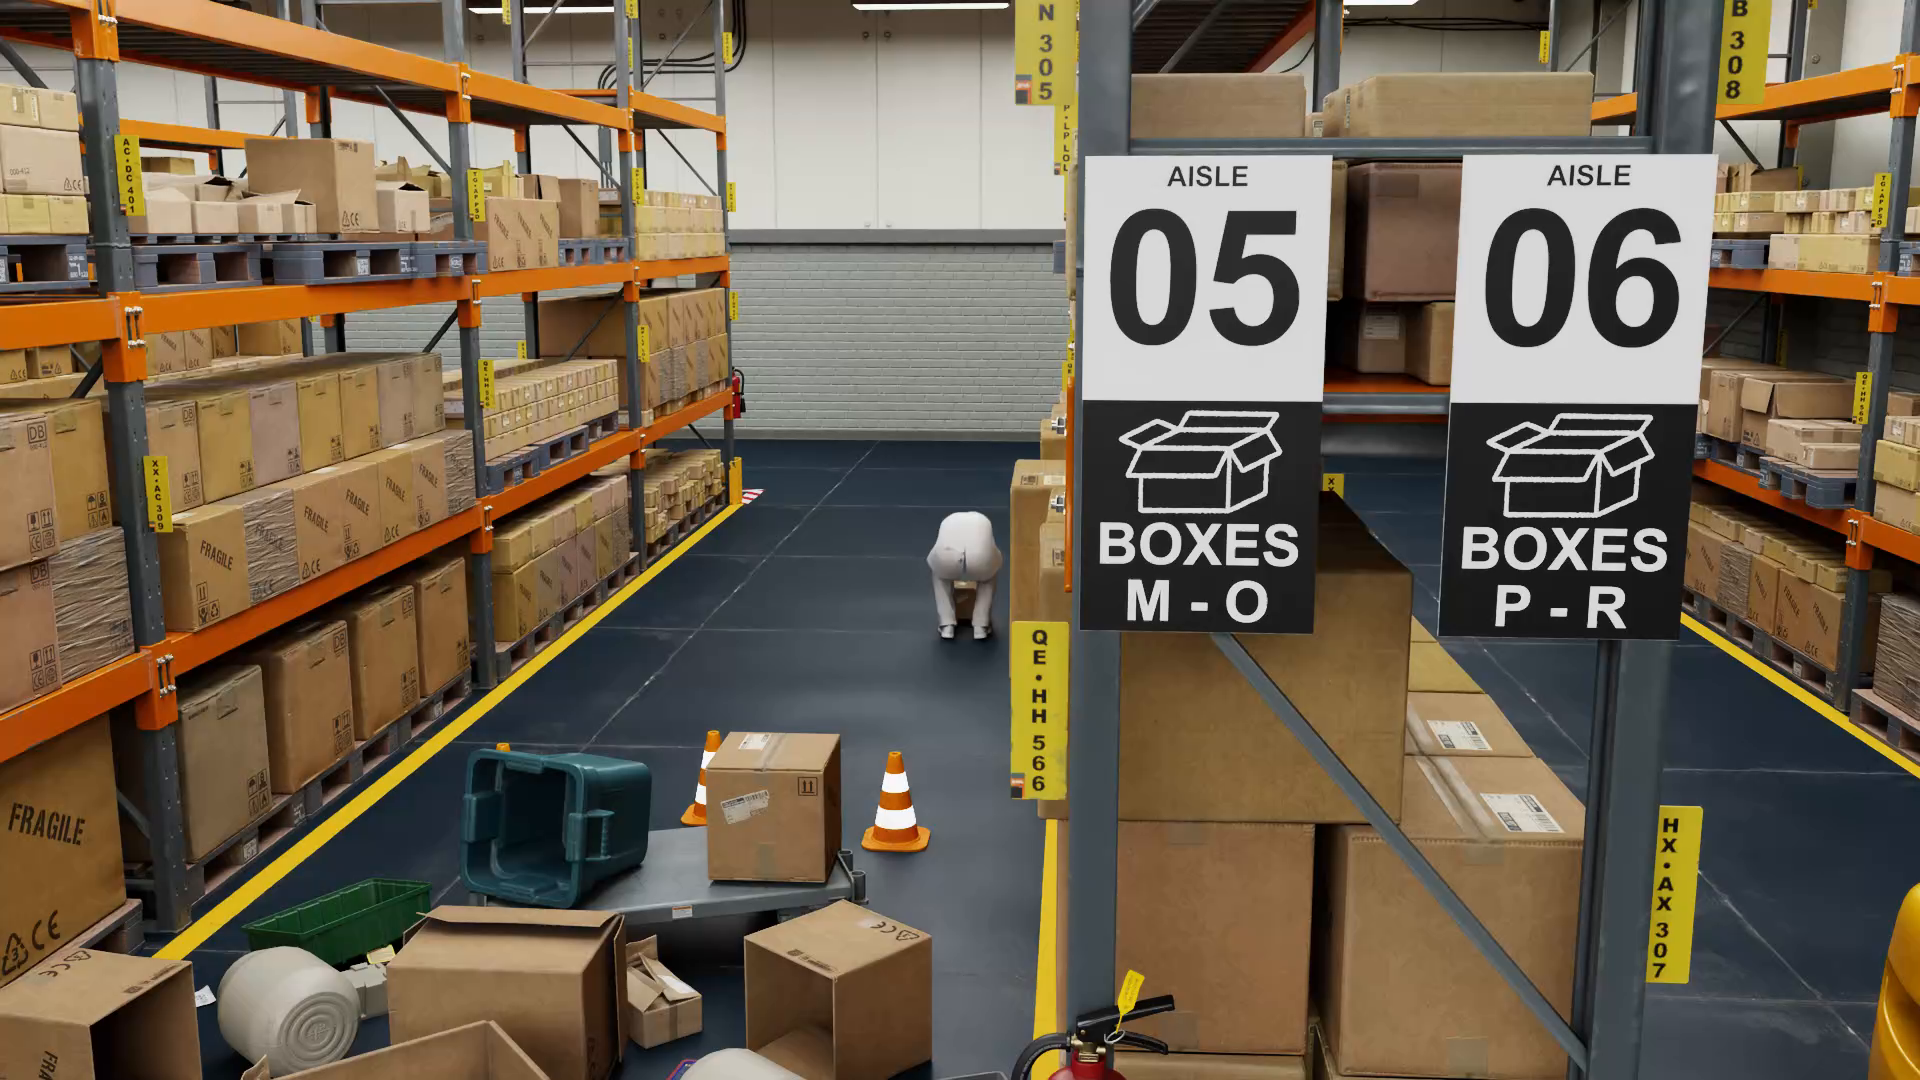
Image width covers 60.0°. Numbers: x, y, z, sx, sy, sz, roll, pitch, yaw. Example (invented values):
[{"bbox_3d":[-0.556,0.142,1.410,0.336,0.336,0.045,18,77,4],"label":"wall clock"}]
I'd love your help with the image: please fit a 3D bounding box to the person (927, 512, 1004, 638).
[{"bbox_3d":[0.041,0.228,12.946,0.594,0.966,0.944,0,11,1],"label":"person"}]
